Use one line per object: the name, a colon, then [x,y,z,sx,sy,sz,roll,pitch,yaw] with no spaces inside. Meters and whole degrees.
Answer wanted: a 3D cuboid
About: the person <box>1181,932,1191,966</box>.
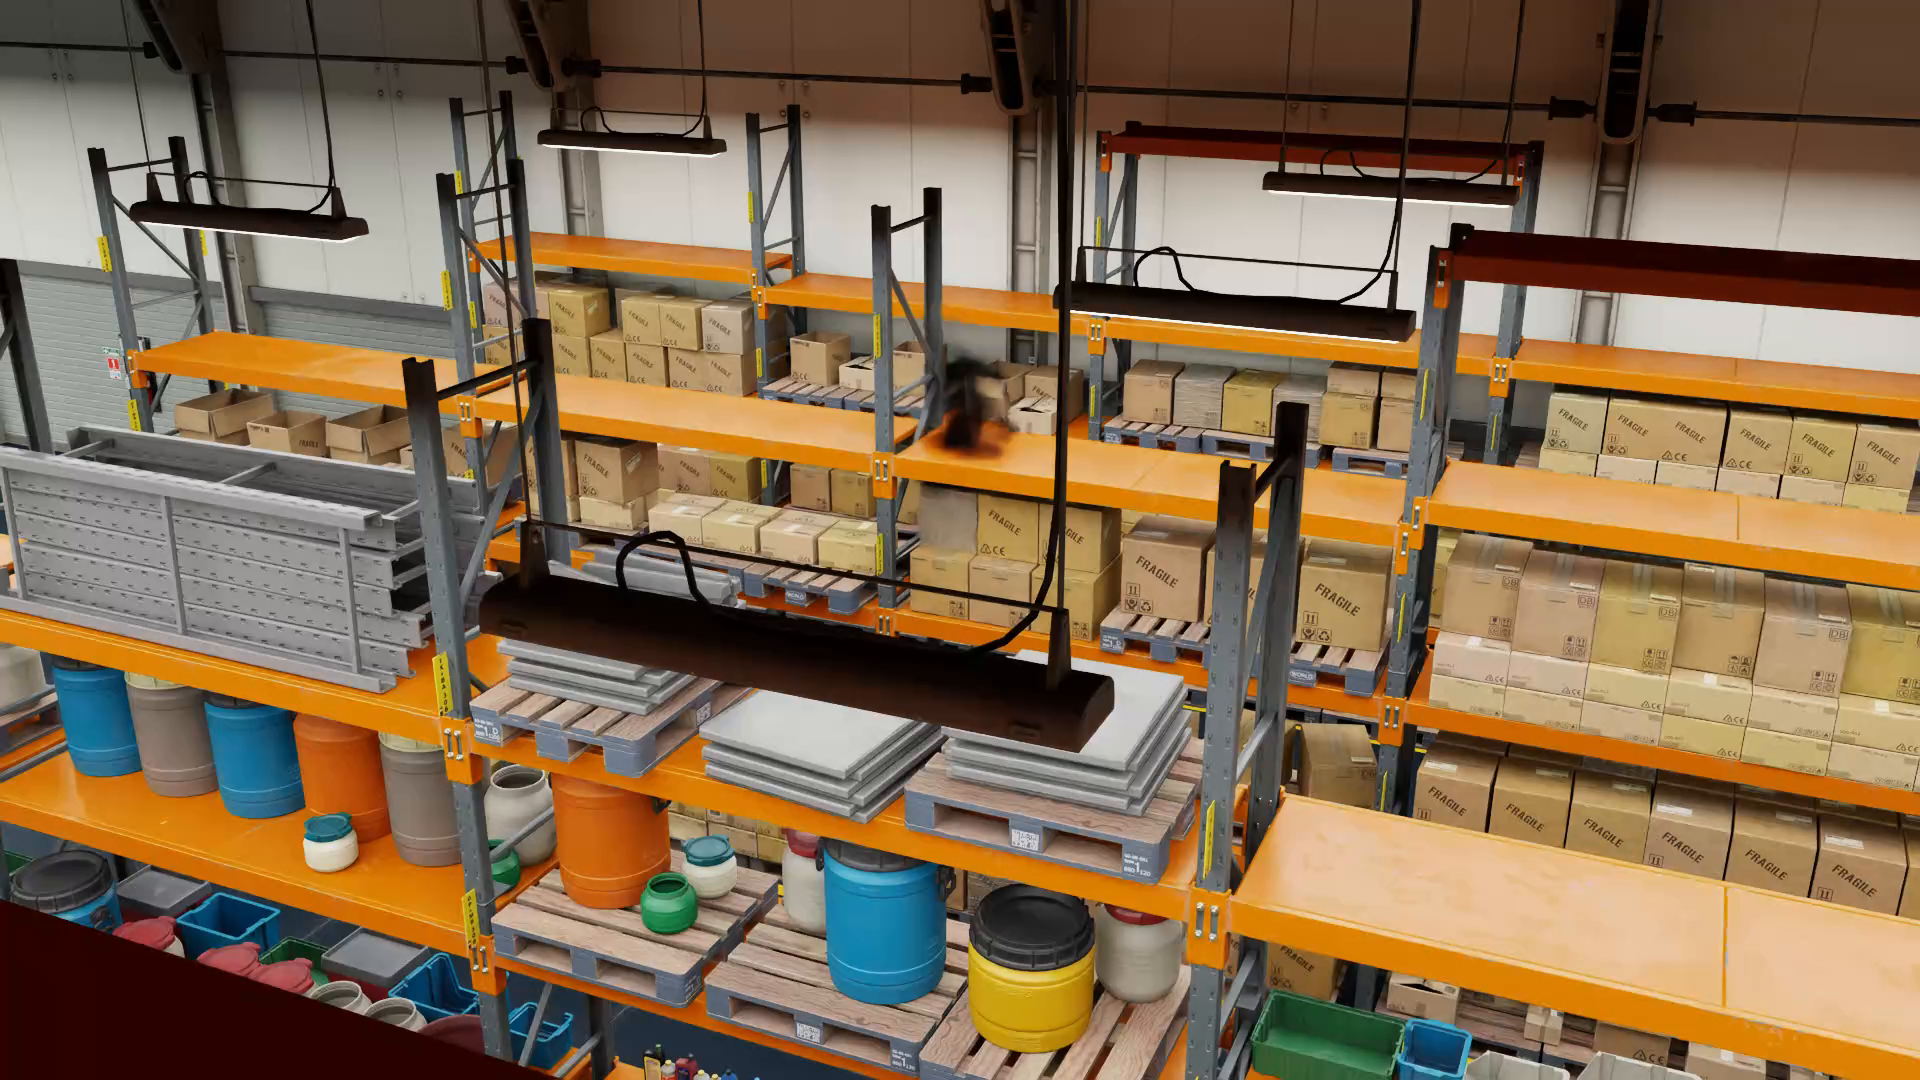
person: [1.559,3.384,11.223,0.603,1.740,0.665,5,21,13]
